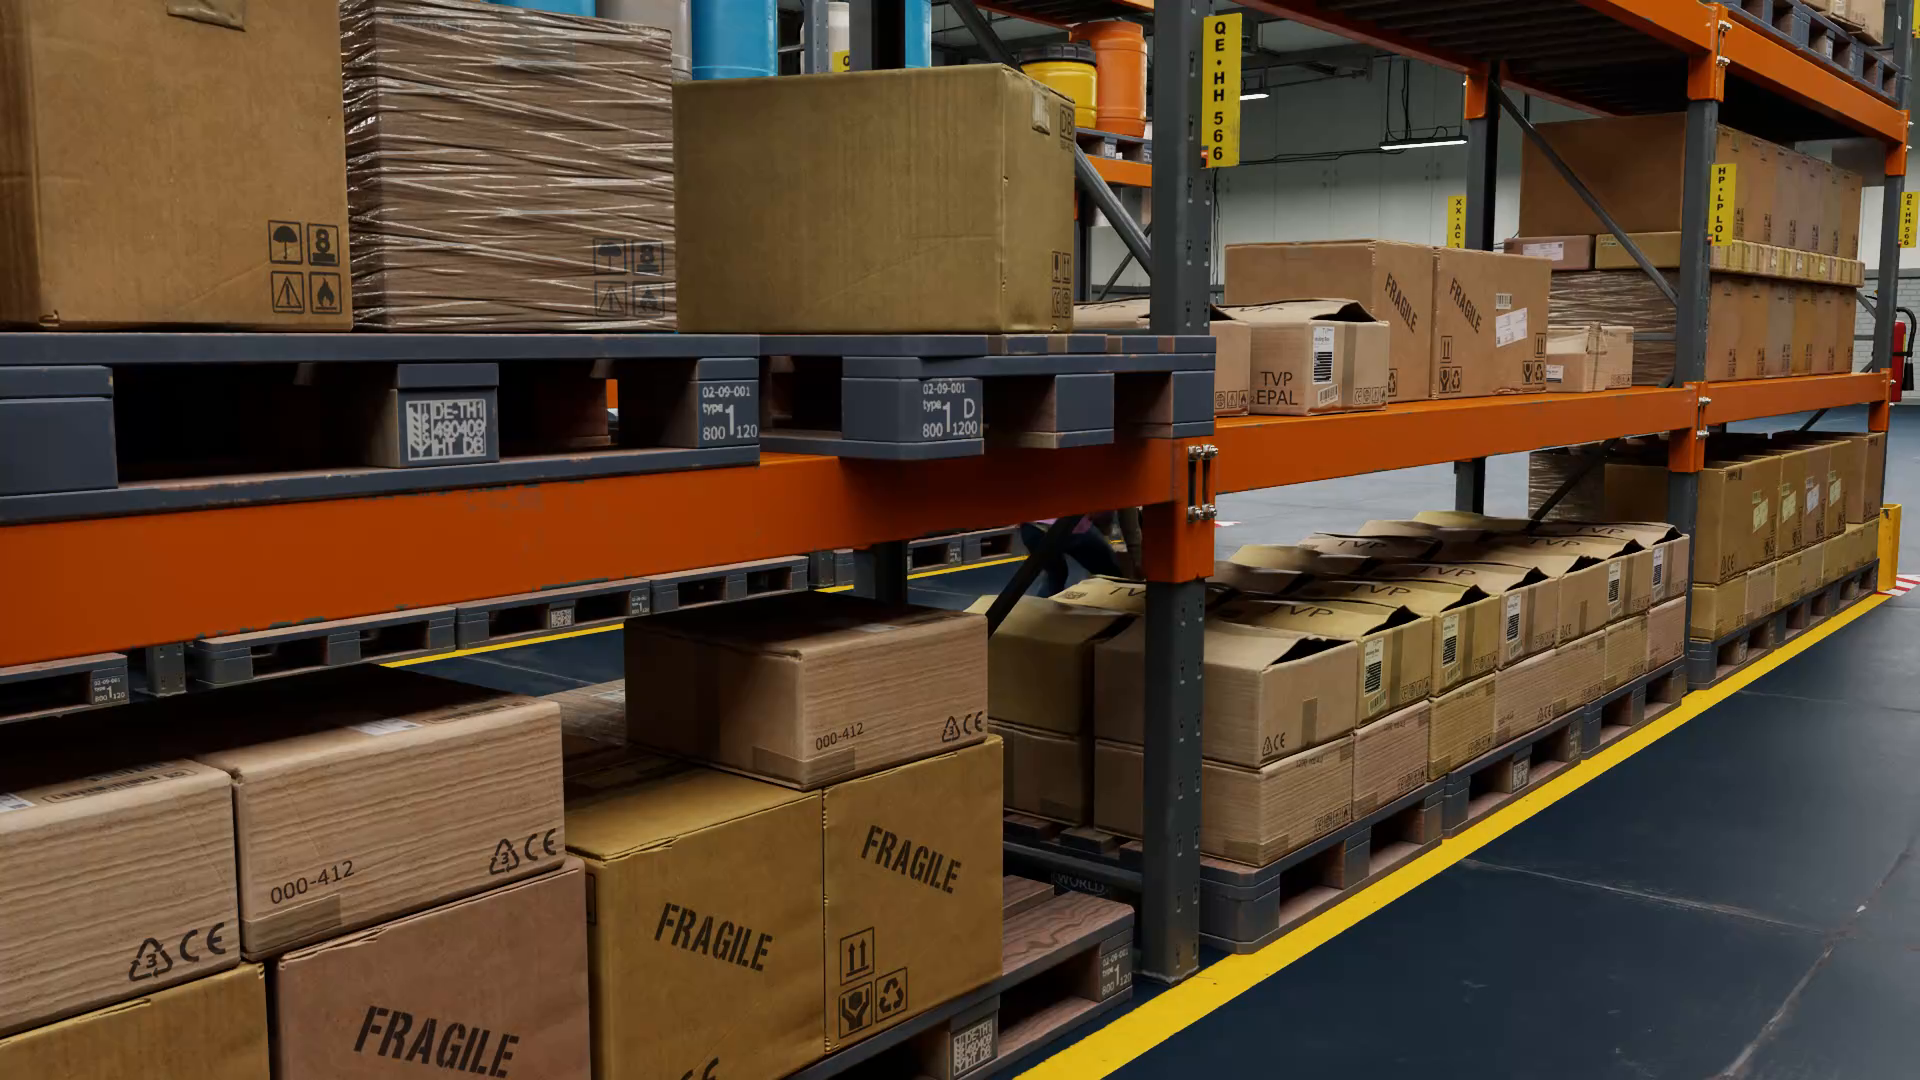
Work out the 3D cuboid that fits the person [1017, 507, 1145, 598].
[{"bbox_3d":[0.583,0.099,7.745,0.425,0.951,0.863,5,8,36],"label":"person"}]
